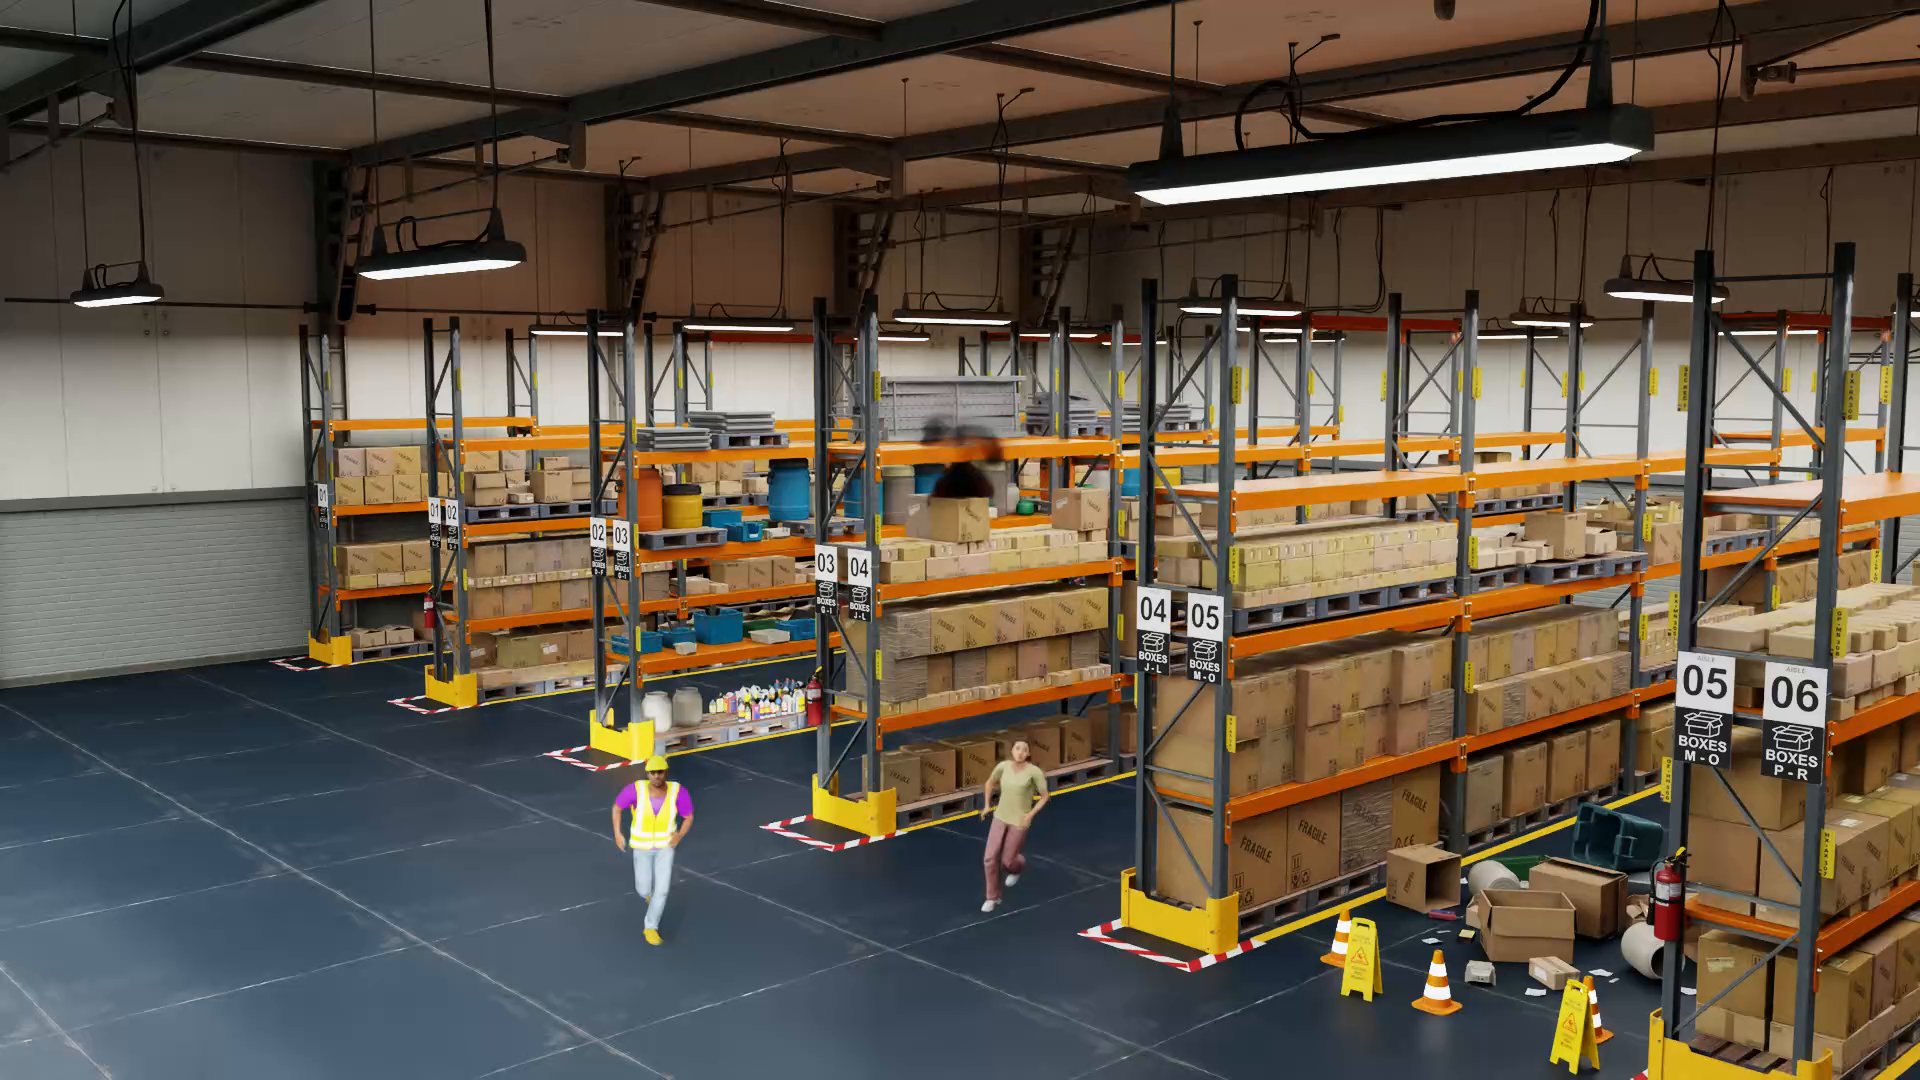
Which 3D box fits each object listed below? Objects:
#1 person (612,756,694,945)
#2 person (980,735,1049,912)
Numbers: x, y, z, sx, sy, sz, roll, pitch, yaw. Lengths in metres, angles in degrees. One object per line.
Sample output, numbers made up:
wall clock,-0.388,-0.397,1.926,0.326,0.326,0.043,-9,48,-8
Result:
person,-2.806,2.796,15.244,0.739,1.718,0.701,-1,6,-11
person,0.516,2.583,15.334,0.620,1.618,0.658,2,6,23
